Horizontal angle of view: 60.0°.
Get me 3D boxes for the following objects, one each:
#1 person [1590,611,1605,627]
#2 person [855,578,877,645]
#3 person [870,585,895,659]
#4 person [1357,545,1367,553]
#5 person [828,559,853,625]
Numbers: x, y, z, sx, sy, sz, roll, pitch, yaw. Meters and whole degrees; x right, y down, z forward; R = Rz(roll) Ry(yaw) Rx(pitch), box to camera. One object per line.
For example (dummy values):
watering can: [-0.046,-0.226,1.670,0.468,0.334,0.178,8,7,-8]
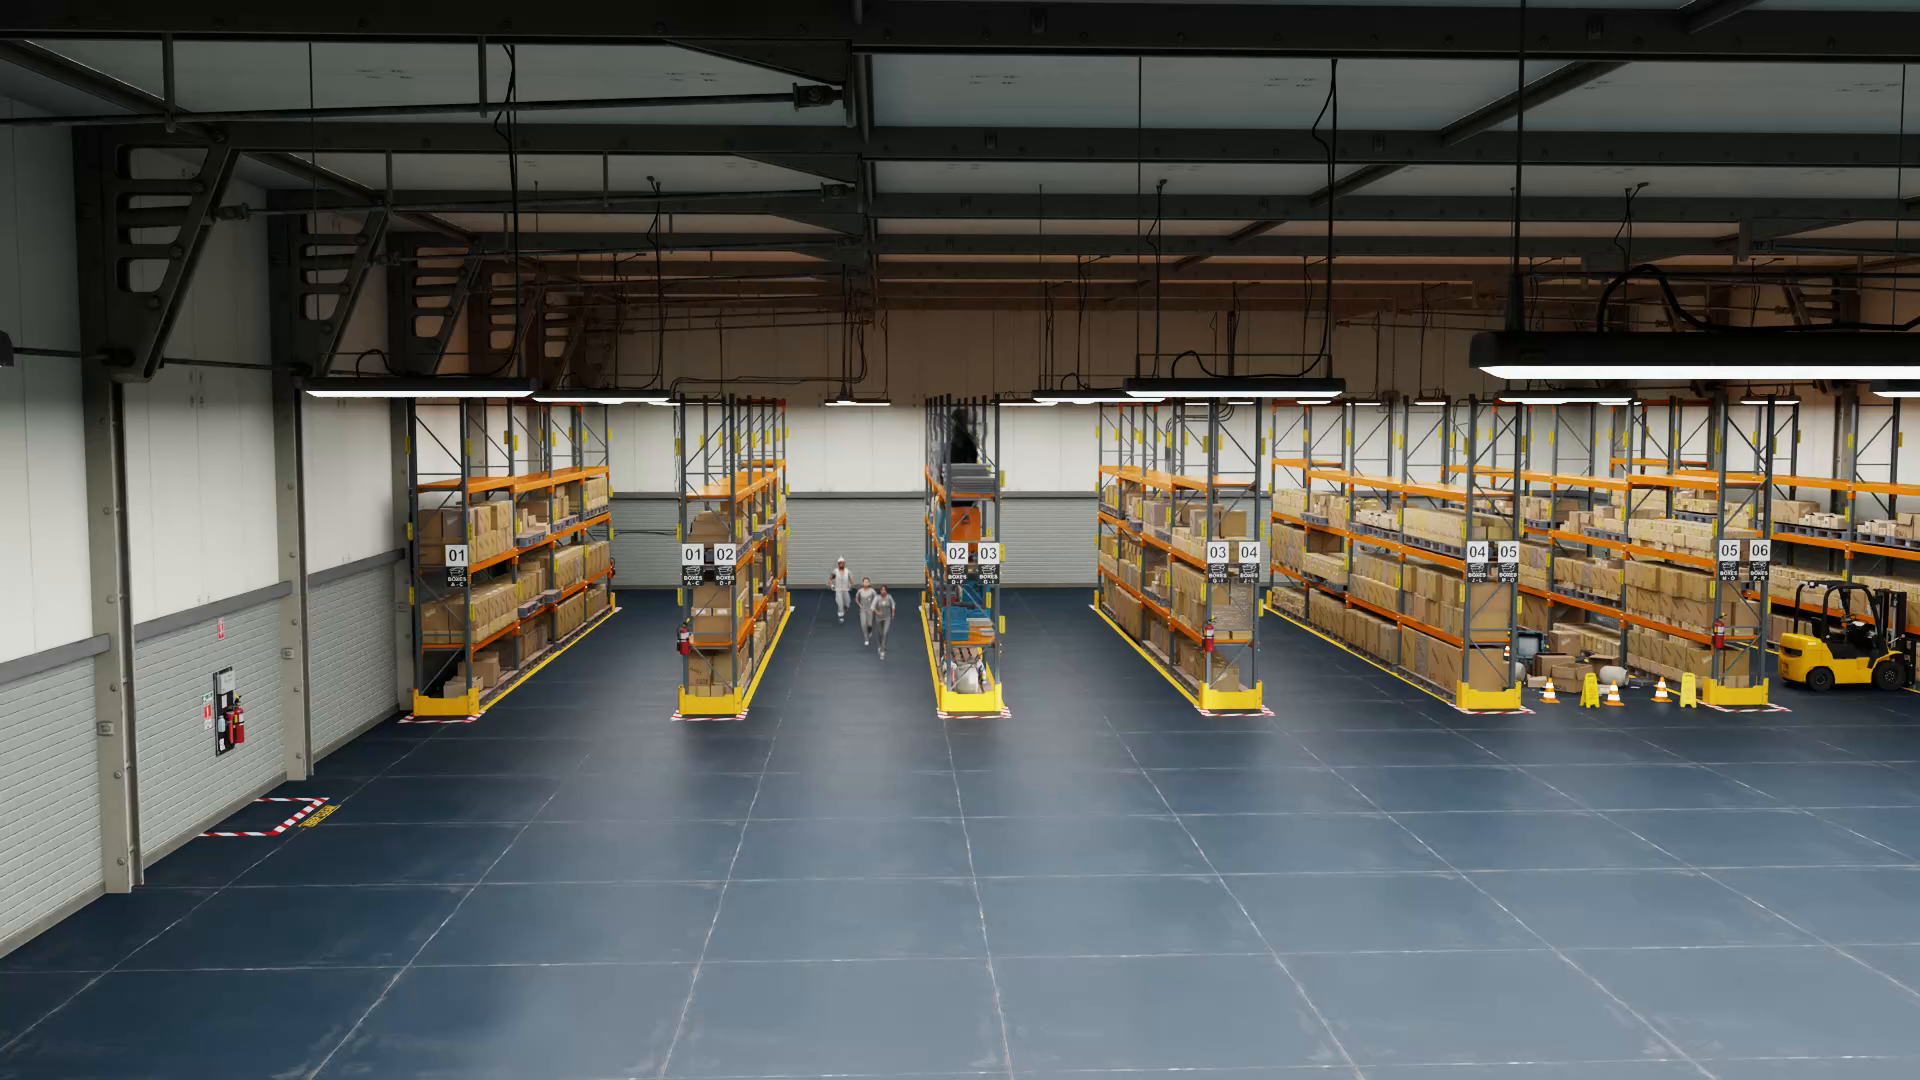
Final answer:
person: [16.528,1.464,42.869,0.682,1.740,0.590,-1,5,-10]
person: [-2.273,1.724,40.457,0.565,1.630,0.572,0,5,-1]
person: [-1.704,1.775,36.721,0.564,1.590,0.871,-1,5,-8]
person: [11.991,1.002,49.288,0.965,1.694,0.599,0,5,-3]
person: [-3.155,1.361,44.203,0.661,1.745,0.761,-1,5,-13]
